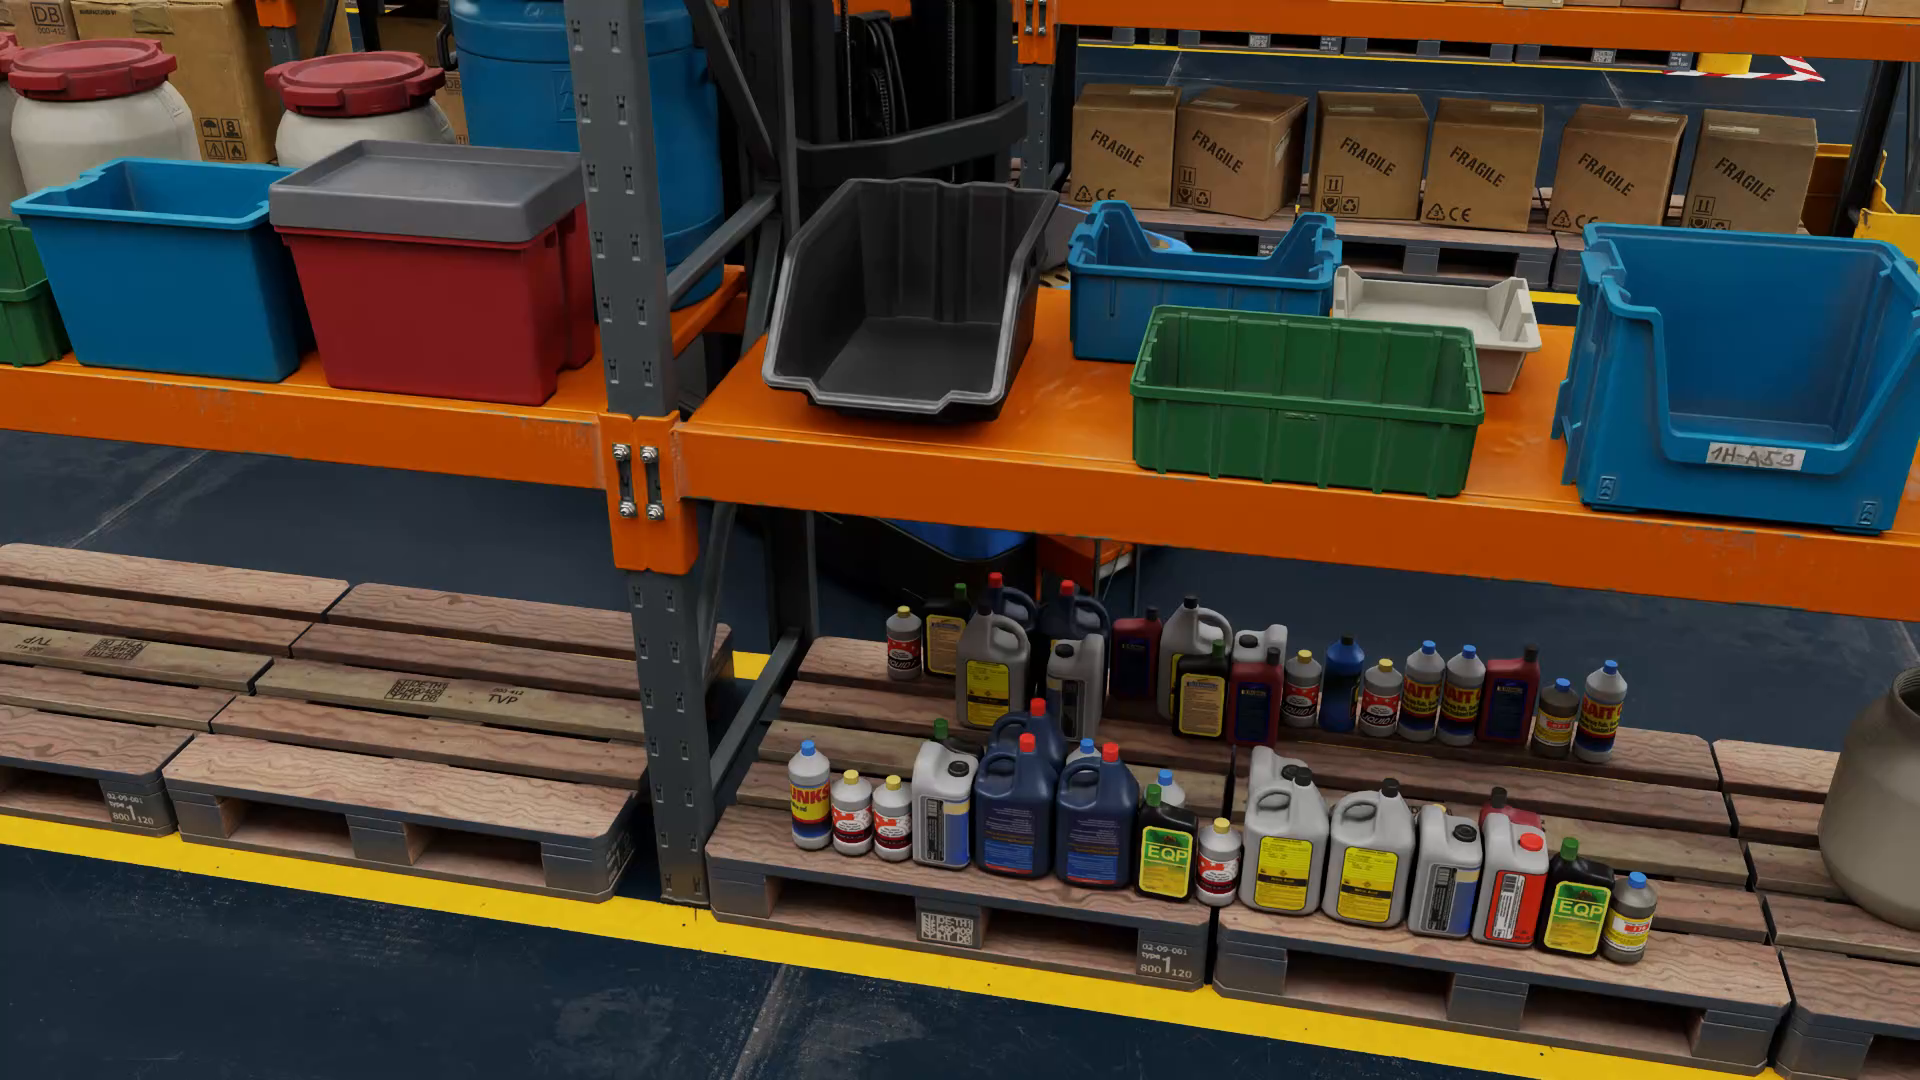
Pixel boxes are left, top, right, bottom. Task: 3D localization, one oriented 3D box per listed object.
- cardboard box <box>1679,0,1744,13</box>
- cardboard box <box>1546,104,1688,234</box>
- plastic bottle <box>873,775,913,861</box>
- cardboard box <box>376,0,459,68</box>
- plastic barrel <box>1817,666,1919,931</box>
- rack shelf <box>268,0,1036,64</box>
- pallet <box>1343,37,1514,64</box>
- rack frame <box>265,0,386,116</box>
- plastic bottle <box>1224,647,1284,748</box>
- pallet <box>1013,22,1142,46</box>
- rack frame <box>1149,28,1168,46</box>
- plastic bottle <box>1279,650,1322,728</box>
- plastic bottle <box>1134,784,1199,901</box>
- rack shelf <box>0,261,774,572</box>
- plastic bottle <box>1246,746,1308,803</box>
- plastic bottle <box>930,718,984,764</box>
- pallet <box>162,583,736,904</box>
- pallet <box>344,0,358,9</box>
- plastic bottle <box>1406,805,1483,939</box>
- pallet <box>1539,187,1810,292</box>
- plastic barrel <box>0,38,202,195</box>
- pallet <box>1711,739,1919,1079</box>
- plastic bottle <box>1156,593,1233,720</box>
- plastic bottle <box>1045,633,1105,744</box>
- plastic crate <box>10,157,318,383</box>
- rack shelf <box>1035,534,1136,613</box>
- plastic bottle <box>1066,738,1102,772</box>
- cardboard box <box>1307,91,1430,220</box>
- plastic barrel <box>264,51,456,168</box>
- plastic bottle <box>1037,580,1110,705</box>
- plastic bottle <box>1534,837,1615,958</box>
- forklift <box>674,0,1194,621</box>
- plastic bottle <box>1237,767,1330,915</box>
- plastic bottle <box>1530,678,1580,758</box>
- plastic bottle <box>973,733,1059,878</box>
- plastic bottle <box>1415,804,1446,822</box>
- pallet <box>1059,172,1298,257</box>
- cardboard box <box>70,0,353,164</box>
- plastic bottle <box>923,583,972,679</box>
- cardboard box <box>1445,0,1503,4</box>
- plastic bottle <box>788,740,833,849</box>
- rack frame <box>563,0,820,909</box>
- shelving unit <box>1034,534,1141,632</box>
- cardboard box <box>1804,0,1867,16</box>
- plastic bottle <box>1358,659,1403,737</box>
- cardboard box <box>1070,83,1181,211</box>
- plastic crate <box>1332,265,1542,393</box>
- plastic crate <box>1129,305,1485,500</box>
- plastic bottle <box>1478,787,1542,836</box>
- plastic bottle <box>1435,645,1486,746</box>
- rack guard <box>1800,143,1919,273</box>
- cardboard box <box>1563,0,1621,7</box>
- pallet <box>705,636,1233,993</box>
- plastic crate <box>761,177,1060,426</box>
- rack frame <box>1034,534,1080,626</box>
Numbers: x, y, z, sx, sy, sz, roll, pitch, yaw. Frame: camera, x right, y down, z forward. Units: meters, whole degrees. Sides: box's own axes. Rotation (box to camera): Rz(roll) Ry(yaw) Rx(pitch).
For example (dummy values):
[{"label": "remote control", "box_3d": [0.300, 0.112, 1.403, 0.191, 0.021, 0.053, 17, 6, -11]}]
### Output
[{"label": "cardboard box", "box_3d": [3.310, -2.454, 7.370, 0.250, 0.149, 0.380, 6, 29, 11]}, {"label": "cardboard box", "box_3d": [3.174, -1.776, 8.036, 0.500, 0.500, 0.500, 14, 32, 24]}, {"label": "plastic bottle", "box_3d": [-0.155, 0.644, 3.906, 0.097, 0.201, 0.097, 0, 29, 0]}, {"label": "cardboard box", "box_3d": [-2.790, -2.748, 9.010, 0.500, 0.250, 0.500, 7, 29, 13]}, {"label": "plastic barrel", "box_3d": [2.189, 0.579, 3.722, 0.421, 0.512, 0.421, 0, 29, 0]}, {"label": "rack shelf", "box_3d": [-1.495, -2.860, 8.599, 4.000, 0.370, 1.077, 6, 29, 11]}, {"label": "pallet", "box_3d": [3.519, -3.836, 12.538, 1.213, 0.211, 1.003, 6, 29, 11]}, {"label": "rack frame", "box_3d": [-3.451, -3.376, 8.793, 0.127, 3.000, 1.000, 6, 29, 11]}, {"label": "plastic bottle", "box_3d": [0.756, 0.399, 4.268, 0.133, 0.283, 0.061, 6, 29, 11]}, {"label": "pallet", "box_3d": [0.825, -4.113, 13.042, 1.213, 0.211, 1.003, 6, 29, 11]}, {"label": "rack frame", "box_3d": [1.595, -5.294, 12.296, 0.127, 3.000, 1.000, 6, 29, 11]}, {"label": "plastic bottle", "box_3d": [0.899, 0.384, 4.381, 0.097, 0.201, 0.097, 0, 29, 0]}, {"label": "plastic bottle", "box_3d": [0.467, 0.681, 3.753, 0.133, 0.283, 0.061, 7, 30, 13]}, {"label": "rack shelf", "box_3d": [-2.529, -0.534, 4.350, 4.000, 0.370, 1.077, 6, 29, 11]}, {"label": "plastic bottle", "box_3d": [0.736, 0.618, 3.875, 0.135, 0.276, 0.152, 6, 29, 11]}, {"label": "plastic bottle", "box_3d": [-0.010, 0.557, 3.979, 0.133, 0.283, 0.061, 6, 29, 11]}, {"label": "pallet", "box_3d": [-1.350, 0.514, 4.591, 1.213, 0.211, 1.003, 6, 29, 11]}, {"label": "pallet", "box_3d": [-5.467, -4.796, 14.290, 1.213, 0.211, 1.003, 6, 29, 11]}, {"label": "plastic bottle", "box_3d": [1.074, 0.724, 3.682, 0.135, 0.276, 0.152, 5, 29, 9]}, {"label": "pallet", "box_3d": [3.511, -1.456, 8.190, 1.213, 0.211, 1.003, 6, 29, 11]}, {"label": "plastic barrel", "box_3d": [-2.181, -0.981, 4.276, 0.433, 0.535, 0.433, 0, 29, 0]}, {"label": "pallet", "box_3d": [2.461, 0.906, 3.875, 1.213, 0.211, 1.003, 6, 29, 11]}, {"label": "plastic bottle", "box_3d": [0.620, 0.301, 4.377, 0.185, 0.351, 0.144, 6, 29, 10]}, {"label": "plastic bottle", "box_3d": [0.298, 0.374, 4.322, 0.135, 0.276, 0.152, 6, 29, 11]}, {"label": "plastic crate", "box_3d": [-1.717, -0.606, 3.750, 0.575, 0.384, 0.392, 6, 29, 11]}, {"label": "rack shelf", "box_3d": [0.390, 0.083, 5.106, 0.215, 0.259, 0.240, -24, 37, -37]}, {"label": "plastic bottle", "box_3d": [0.296, 0.589, 3.934, 0.097, 0.271, 0.097, 0, 29, 0]}, {"label": "cardboard box", "box_3d": [2.029, -1.924, 8.307, 0.500, 0.500, 0.500, 3, 29, 6]}, {"label": "plastic barrel", "box_3d": [-1.463, -0.907, 4.142, 0.433, 0.535, 0.433, 0, 29, 0]}, {"label": "plastic bottle", "box_3d": [0.304, 0.269, 4.436, 0.185, 0.351, 0.144, 4, 29, 8]}, {"label": "plastic bottle", "box_3d": [1.333, 0.770, 3.591, 0.133, 0.283, 0.061, 7, 29, 12]}, {"label": "forklift", "box_3d": [-0.607, -1.630, 5.675, 1.130, 2.935, 3.031, -24, 37, -37]}, {"label": "plastic bottle", "box_3d": [0.730, 0.658, 3.725, 0.185, 0.351, 0.144, 6, 29, 10]}, {"label": "plastic bottle", "box_3d": [1.529, 0.448, 4.263, 0.097, 0.201, 0.097, 0, 29, 0]}, {"label": "plastic bottle", "box_3d": [0.129, 0.596, 3.838, 0.185, 0.351, 0.144, 7, 29, 12]}, {"label": "plastic bottle", "box_3d": [1.082, 0.696, 3.811, 0.097, 0.201, 0.097, 0, 29, 0]}, {"label": "pallet", "box_3d": [1.125, -1.701, 8.637, 1.213, 0.211, 1.003, 6, 29, 11]}, {"label": "cardboard box", "box_3d": [-4.122, -2.707, 9.346, 0.875, 0.875, 1.225, 5, 29, 8]}, {"label": "plastic bottle", "box_3d": [-0.034, 0.243, 4.553, 0.133, 0.283, 0.061, 7, 30, 13]}, {"label": "cardboard box", "box_3d": [2.332, -2.554, 7.553, 0.250, 0.149, 0.380, 6, 29, 11]}, {"label": "plastic bottle", "box_3d": [-0.353, 0.593, 3.926, 0.097, 0.271, 0.097, 0, 29, 0]}, {"label": "rack frame", "box_3d": [-0.574, -0.649, 3.811, 0.127, 3.000, 1.000, 6, 29, 11]}, {"label": "shelving unit", "box_3d": [0.390, -0.170, 4.967, 0.215, 1.050, 0.252, -24, 37, -37]}, {"label": "cardboard box", "box_3d": [3.806, -2.420, 7.309, 0.250, 0.149, 0.380, 6, 29, 11]}, {"label": "plastic bottle", "box_3d": [1.100, 0.404, 4.344, 0.097, 0.201, 0.097, 0, 29, 0]}, {"label": "cardboard box", "box_3d": [0.844, -2.004, 8.452, 0.500, 0.500, 0.500, 5, 29, 9]}, {"label": "plastic crate", "box_3d": [1.067, -0.489, 3.794, 0.437, 0.136, 0.530, 6, 29, 11]}, {"label": "plastic crate", "box_3d": [0.695, -0.287, 3.371, 0.662, 0.188, 0.450, 6, 29, 11]}, {"label": "plastic bottle", "box_3d": [1.232, 0.684, 3.747, 0.133, 0.283, 0.061, 6, 29, 11]}, {"label": "plastic bottle", "box_3d": [1.295, 0.394, 4.290, 0.097, 0.271, 0.097, 0, 29, 0]}, {"label": "rack guard", "box_3d": [4.298, -1.485, 7.941, 0.348, 0.500, 1.175, 6, 29, 11]}, {"label": "cardboard box", "box_3d": [2.825, -2.513, 7.478, 0.250, 0.149, 0.380, 6, 29, 11]}, {"label": "pallet", "box_3d": [0.075, 0.661, 4.322, 1.213, 0.211, 1.003, 6, 29, 11]}, {"label": "plastic crate", "box_3d": [-0.088, -0.509, 3.621, 0.504, 0.338, 0.767, 6, 29, 11]}, {"label": "rack frame", "box_3d": [0.308, -0.213, 5.046, 0.200, 1.050, 0.008, -24, 37, -37]}]
